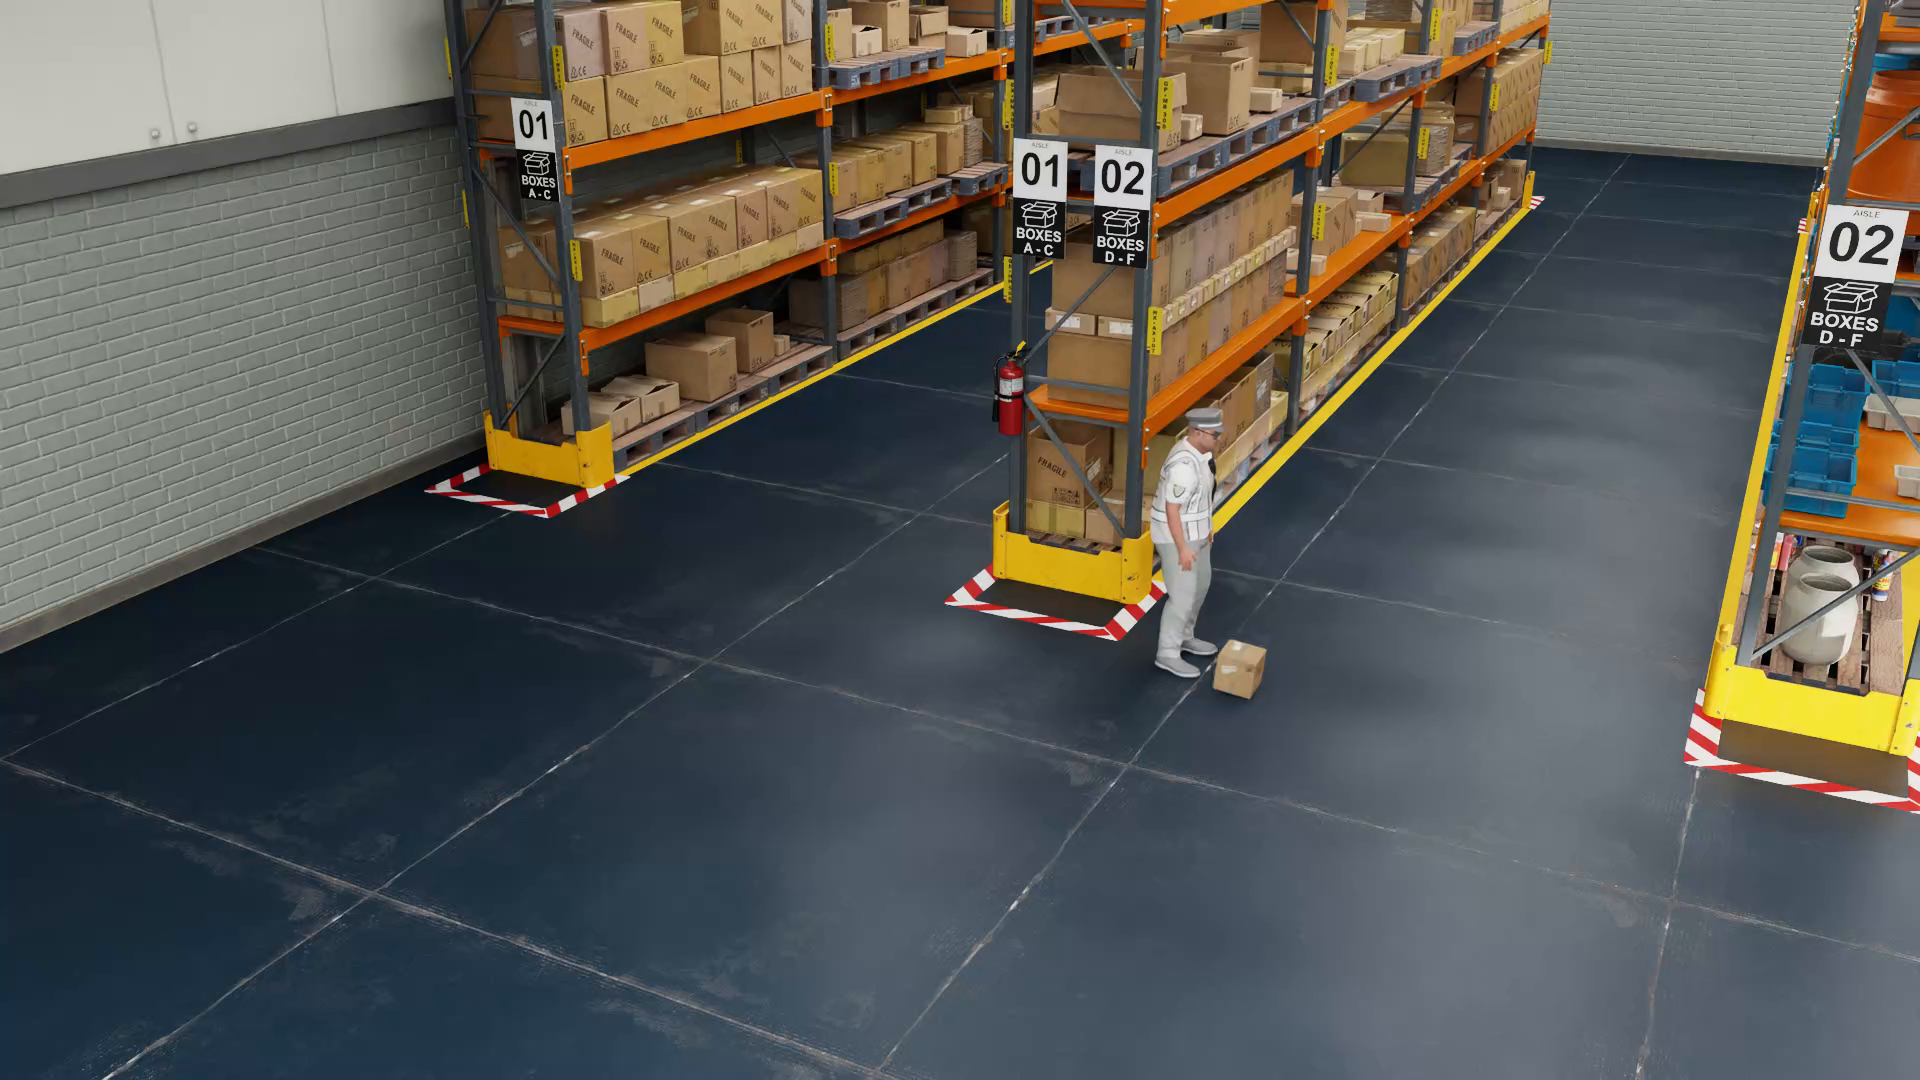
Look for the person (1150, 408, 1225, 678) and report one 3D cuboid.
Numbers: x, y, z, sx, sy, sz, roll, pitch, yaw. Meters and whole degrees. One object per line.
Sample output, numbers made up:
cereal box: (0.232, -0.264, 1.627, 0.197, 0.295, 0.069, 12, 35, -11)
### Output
person: (1.466, -0.023, 10.795, 0.435, 1.749, 0.574, 10, 25, 23)
